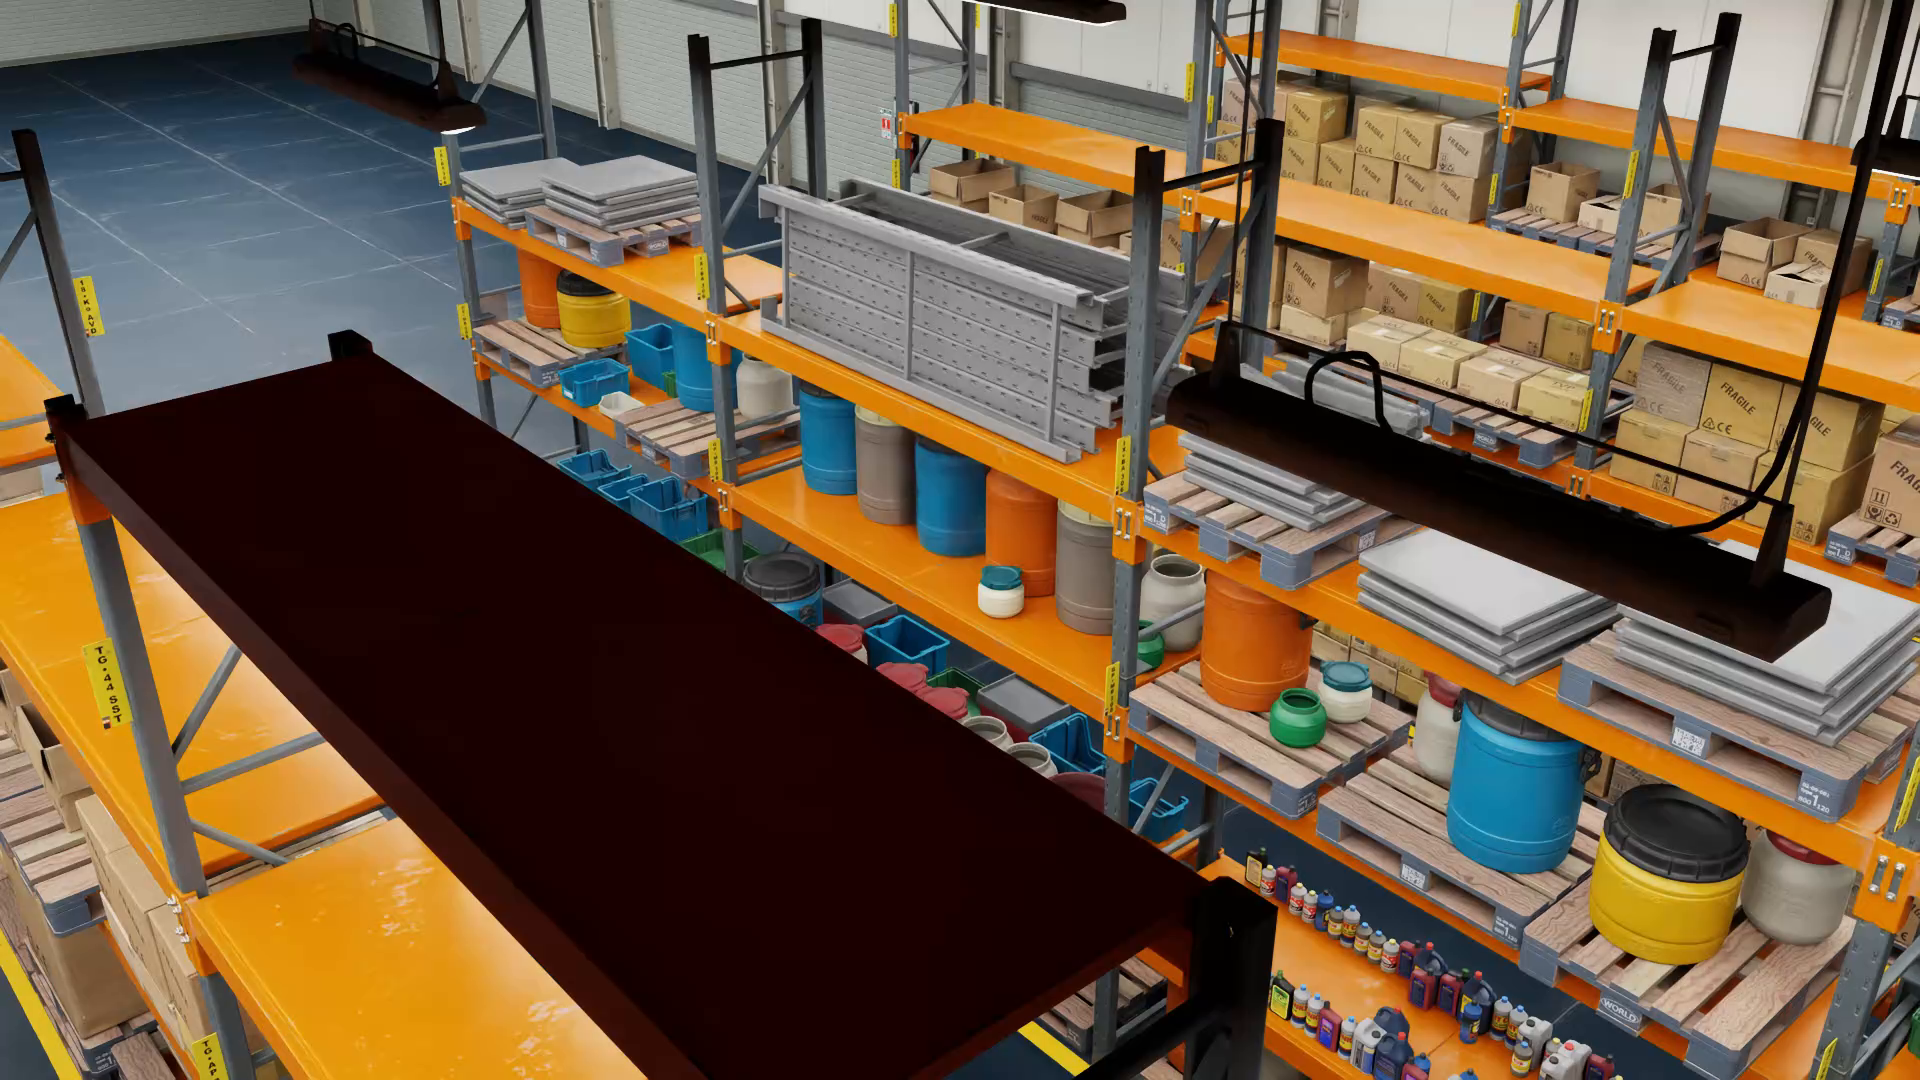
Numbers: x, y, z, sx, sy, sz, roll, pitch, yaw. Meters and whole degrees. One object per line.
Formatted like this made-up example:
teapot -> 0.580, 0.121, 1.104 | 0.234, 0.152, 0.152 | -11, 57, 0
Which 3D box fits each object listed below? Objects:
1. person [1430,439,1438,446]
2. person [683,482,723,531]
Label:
person -> 4.899, -1.189, 17.942 | 0.617, 1.768, 0.555 | -13, 30, -23
person -> -2.560, -0.585, 16.830 | 0.884, 1.698, 0.554 | 10, 29, 20
